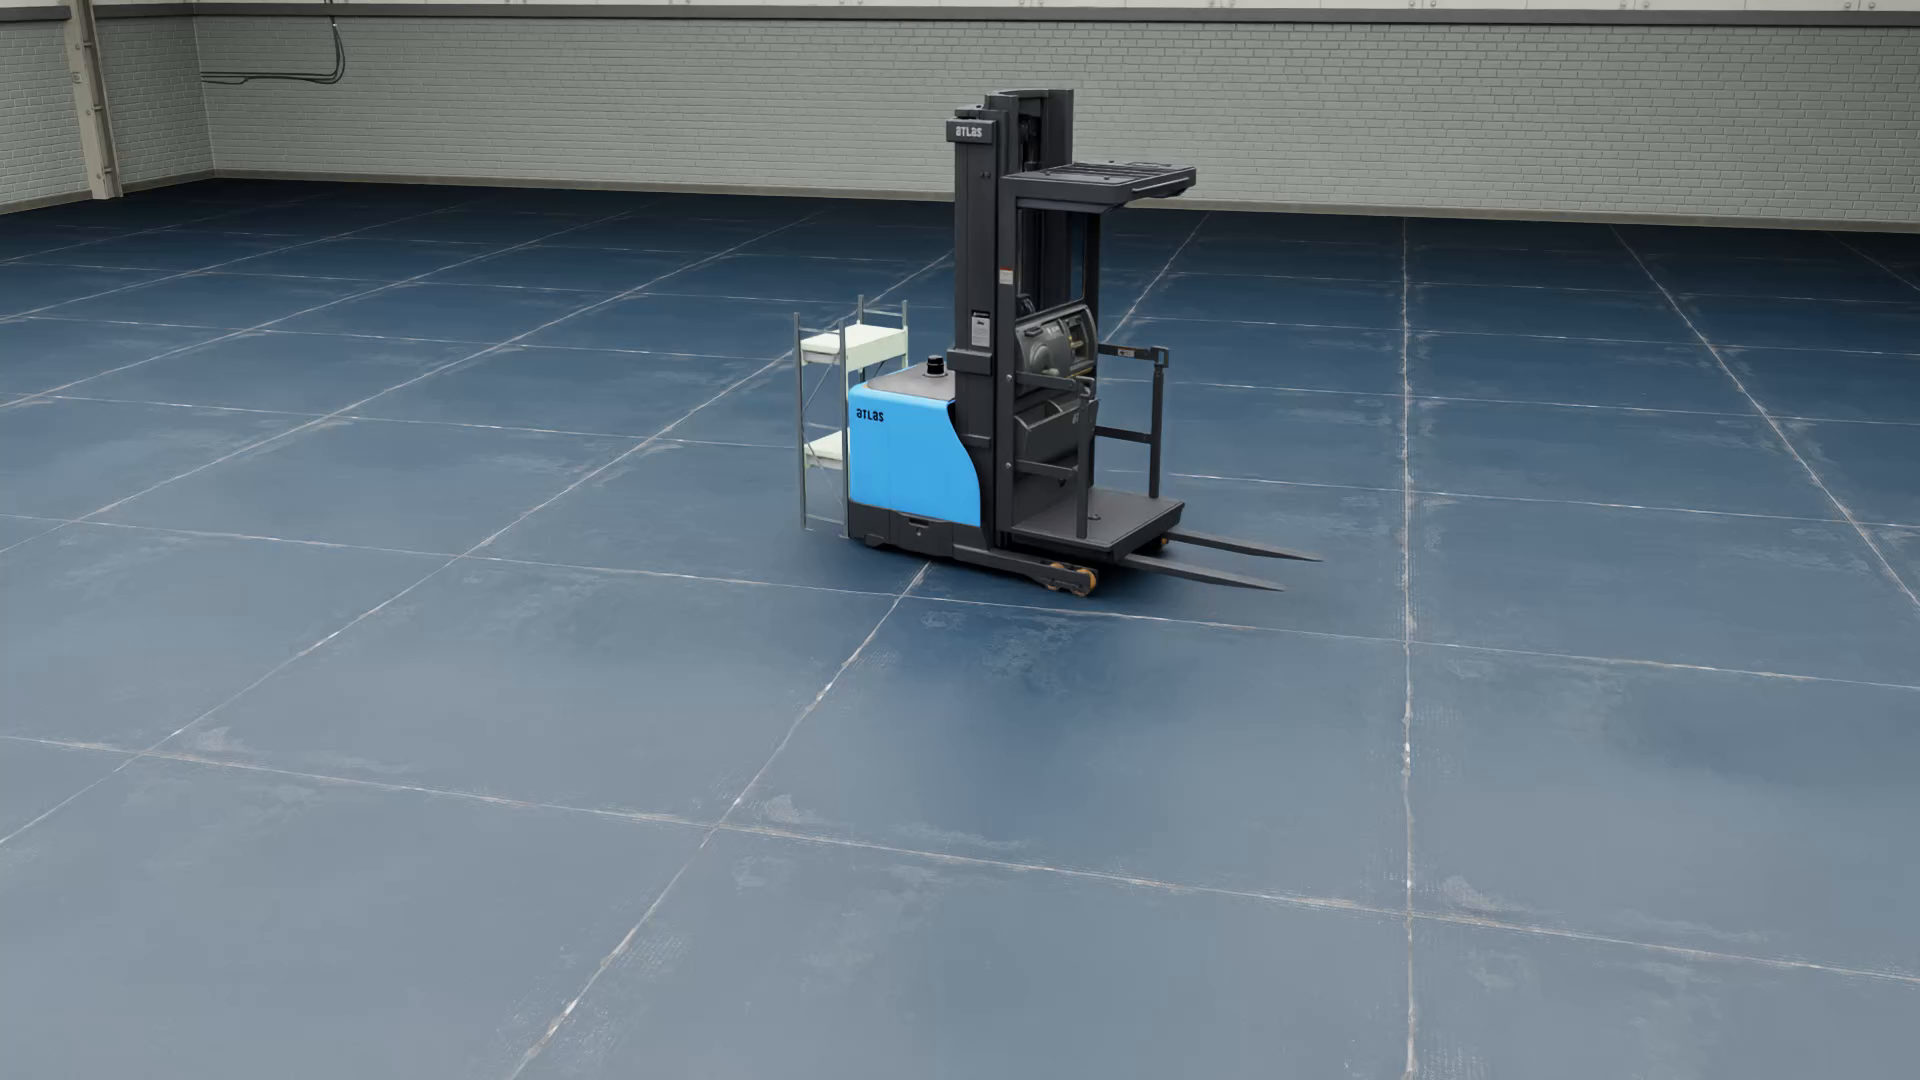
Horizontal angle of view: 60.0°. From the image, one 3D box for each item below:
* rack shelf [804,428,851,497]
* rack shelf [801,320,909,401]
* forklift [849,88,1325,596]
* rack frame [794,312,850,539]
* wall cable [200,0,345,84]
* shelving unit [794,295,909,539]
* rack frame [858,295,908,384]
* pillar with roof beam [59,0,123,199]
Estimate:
[{"bbox_3d":[-0.724,-0.544,11.470,0.431,0.370,0.720,11,22,30],"label":"rack shelf"},{"bbox_3d":[-0.724,-1.222,11.238,0.431,0.370,0.720,11,22,30],"label":"rack shelf"},{"bbox_3d":[0.780,-1.238,10.277,3.031,2.935,1.130,12,22,31],"label":"forklift"},{"bbox_3d":[-0.918,-0.753,11.071,0.400,1.500,0.023,11,22,30],"label":"rack frame"},{"bbox_3d":[-12.449,-9.414,29.630,3.097,2.526,0.112,5,19,13],"label":"wall cable"},{"bbox_3d":[-0.724,-0.853,11.365,0.431,1.500,0.755,11,22,30],"label":"shelving unit"},{"bbox_3d":[-0.531,-0.953,11.659,0.400,1.500,0.023,11,22,30],"label":"rack frame"},{"bbox_3d":[-10.276,-9.724,25.735,9.100,9.000,0.400,5,19,13],"label":"pillar with roof beam"}]
